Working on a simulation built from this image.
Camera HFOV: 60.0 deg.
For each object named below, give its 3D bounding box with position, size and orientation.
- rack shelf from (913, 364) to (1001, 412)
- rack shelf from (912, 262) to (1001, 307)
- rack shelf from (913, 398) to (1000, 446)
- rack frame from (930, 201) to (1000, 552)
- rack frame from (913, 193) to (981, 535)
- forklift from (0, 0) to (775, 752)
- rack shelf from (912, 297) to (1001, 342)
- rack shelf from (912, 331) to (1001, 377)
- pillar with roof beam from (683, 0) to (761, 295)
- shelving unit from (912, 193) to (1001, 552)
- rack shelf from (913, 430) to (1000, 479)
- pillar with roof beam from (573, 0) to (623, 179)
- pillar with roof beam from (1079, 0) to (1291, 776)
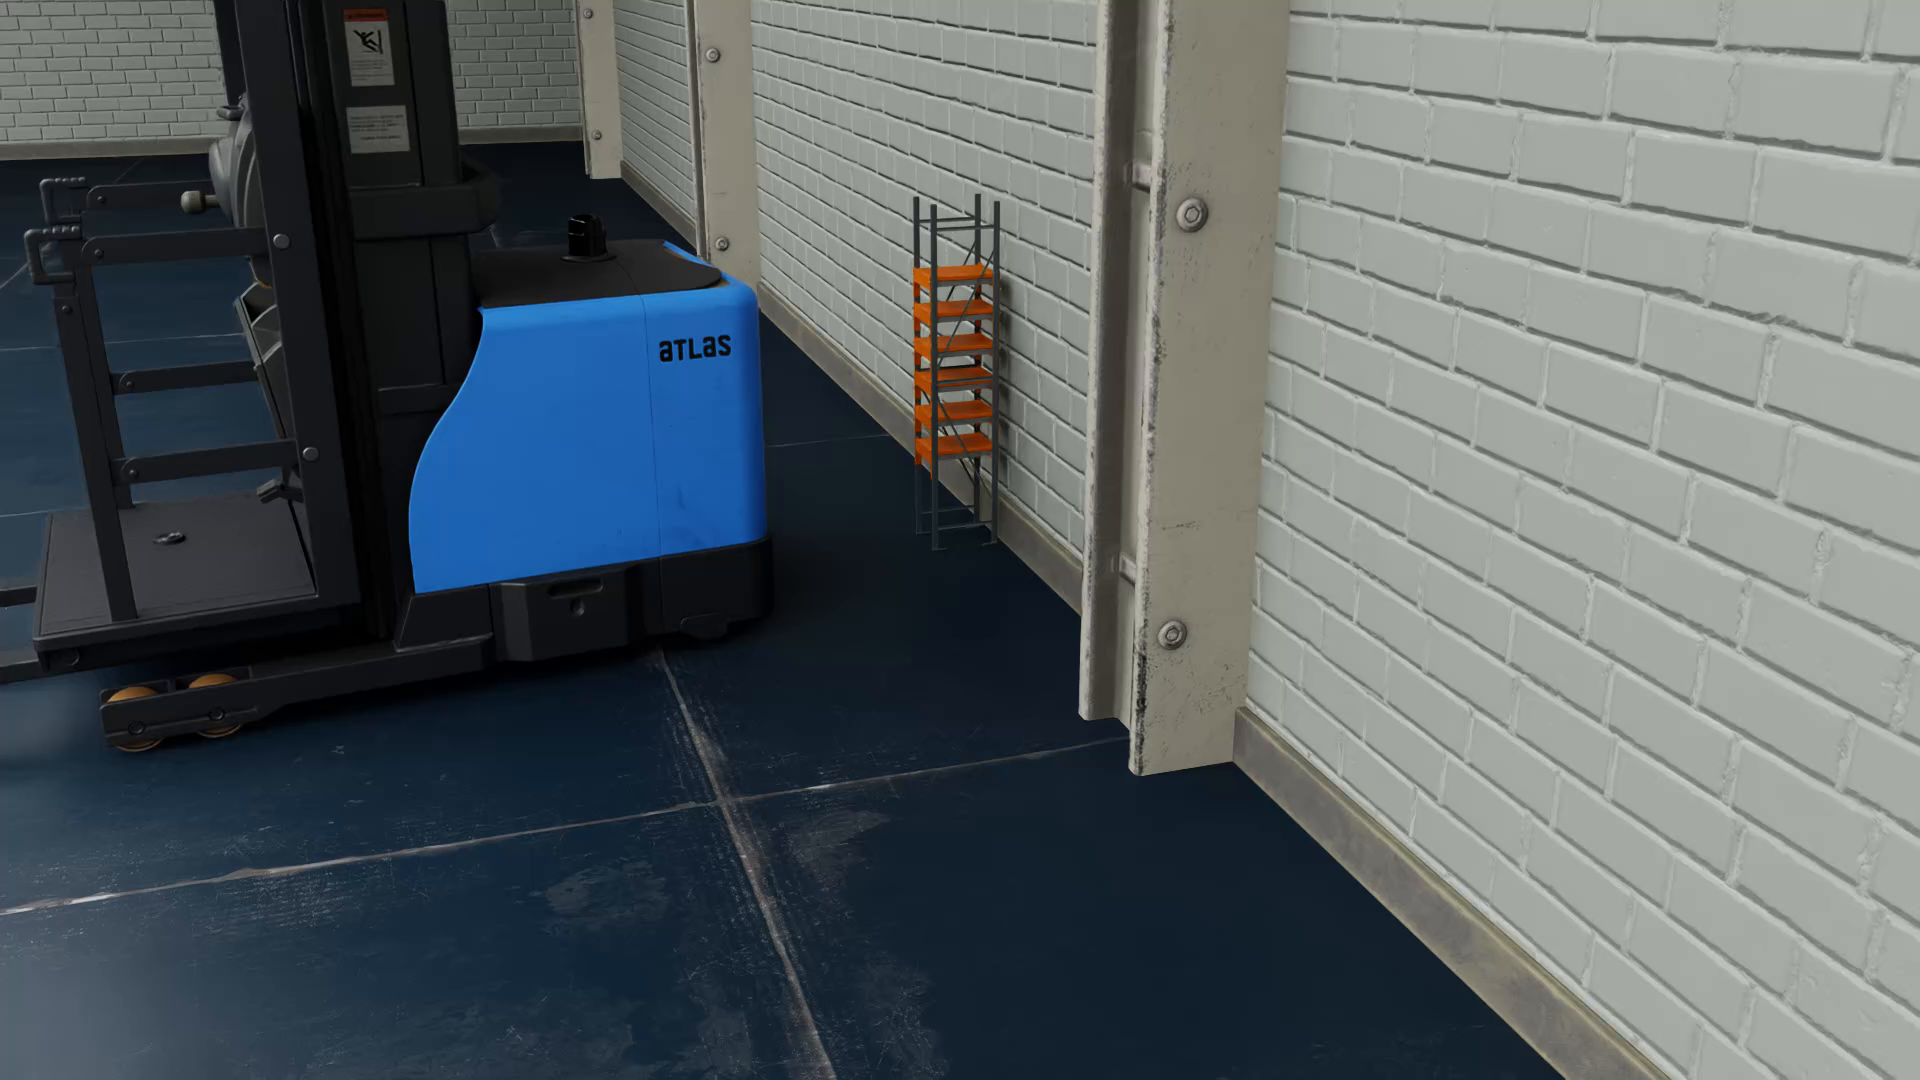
[{"bbox_3d":[-0.013,-0.526,5.737,0.258,0.103,0.180,-7,21,-18],"label":"rack shelf"},{"bbox_3d":[-0.013,-0.865,5.615,0.258,0.103,0.180,-7,21,-18],"label":"rack shelf"},{"bbox_3d":[-0.013,-0.413,5.778,0.258,0.103,0.180,-7,21,-18],"label":"rack shelf"},{"bbox_3d":[0.018,-0.538,5.641,0.240,1.200,0.006,-7,21,-18],"label":"rack frame"},{"bbox_3d":[-0.043,-0.597,5.803,0.240,1.200,0.006,-7,21,-18],"label":"rack frame"},{"bbox_3d":[-2.127,-1.026,4.438,3.031,2.935,1.130,-9,22,-24],"label":"forklift"},{"bbox_3d":[-0.013,-0.752,5.656,0.258,0.103,0.180,-7,21,-18],"label":"rack shelf"},{"bbox_3d":[-0.013,-0.639,5.696,0.258,0.103,0.180,-7,21,-18],"label":"rack shelf"},{"bbox_3d":[-5.439,-5.181,7.028,9.100,9.000,0.400,-6,21,-17],"label":"pillar with roof beam"},{"bbox_3d":[-0.013,-0.568,5.722,0.258,1.200,0.189,-7,21,-18],"label":"shelving unit"},{"bbox_3d":[-0.013,-0.300,5.818,0.258,0.103,0.180,-7,21,-18],"label":"rack shelf"},{"bbox_3d":[-7.325,-7.106,12.388,9.100,9.000,0.400,-6,21,-17],"label":"pillar with roof beam"},{"bbox_3d":[-3.553,-3.255,1.667,9.100,9.000,0.400,-6,21,-17],"label":"pillar with roof beam"}]
